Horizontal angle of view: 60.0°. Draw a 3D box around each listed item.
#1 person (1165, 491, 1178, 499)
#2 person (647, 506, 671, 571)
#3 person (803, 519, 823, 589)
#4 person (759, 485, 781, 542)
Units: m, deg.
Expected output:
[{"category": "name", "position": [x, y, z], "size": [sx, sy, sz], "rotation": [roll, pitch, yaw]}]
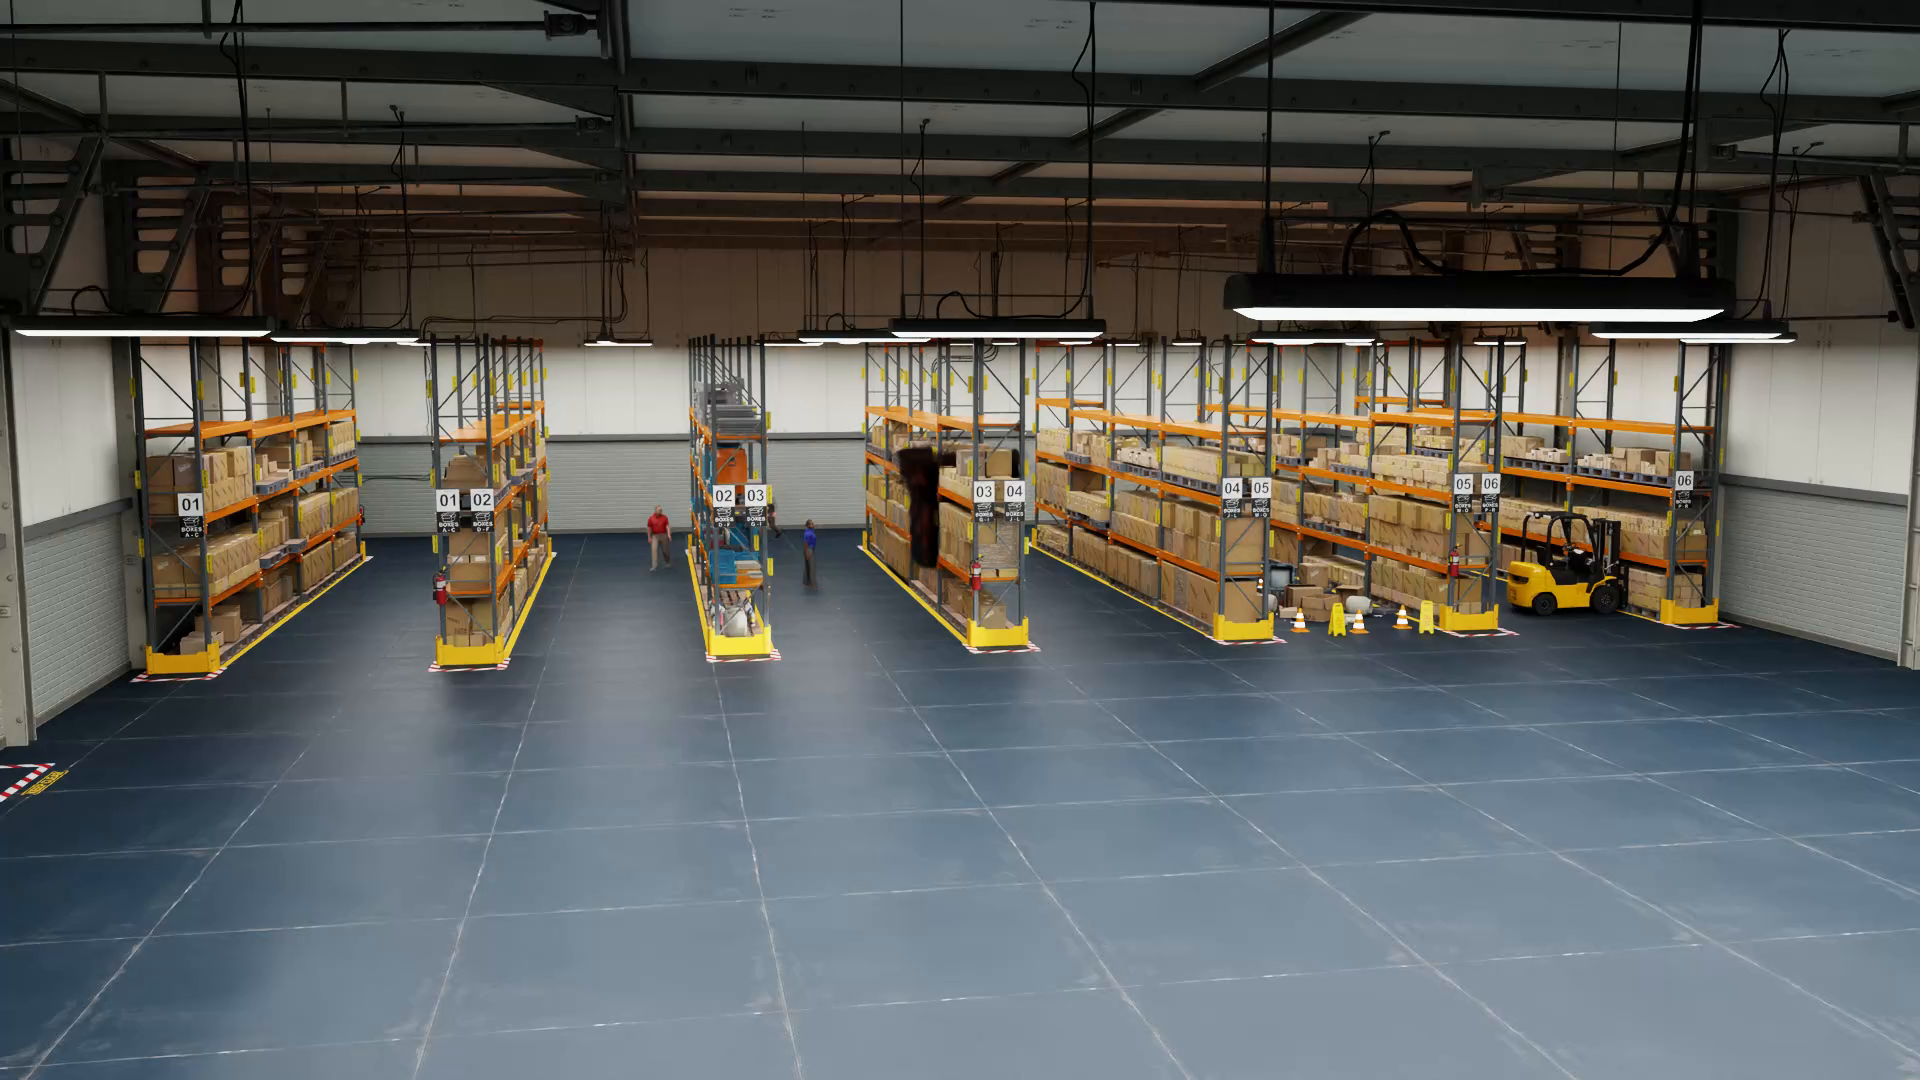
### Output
[{"category": "person", "position": [6.432, -0.963, 50.663], "size": [0.811, 1.746, 0.621], "rotation": [-2, 7, -14]}, {"category": "person", "position": [-7.784, -0.055, 43.125], "size": [0.651, 1.682, 1.035], "rotation": [0, 7, 2]}, {"category": "person", "position": [-3.540, 0.335, 39.959], "size": [0.500, 1.681, 0.489], "rotation": [0, 7, 1]}, {"category": "person", "position": [-5.776, -0.815, 49.759], "size": [0.576, 1.704, 0.916], "rotation": [3, 7, 26]}]
